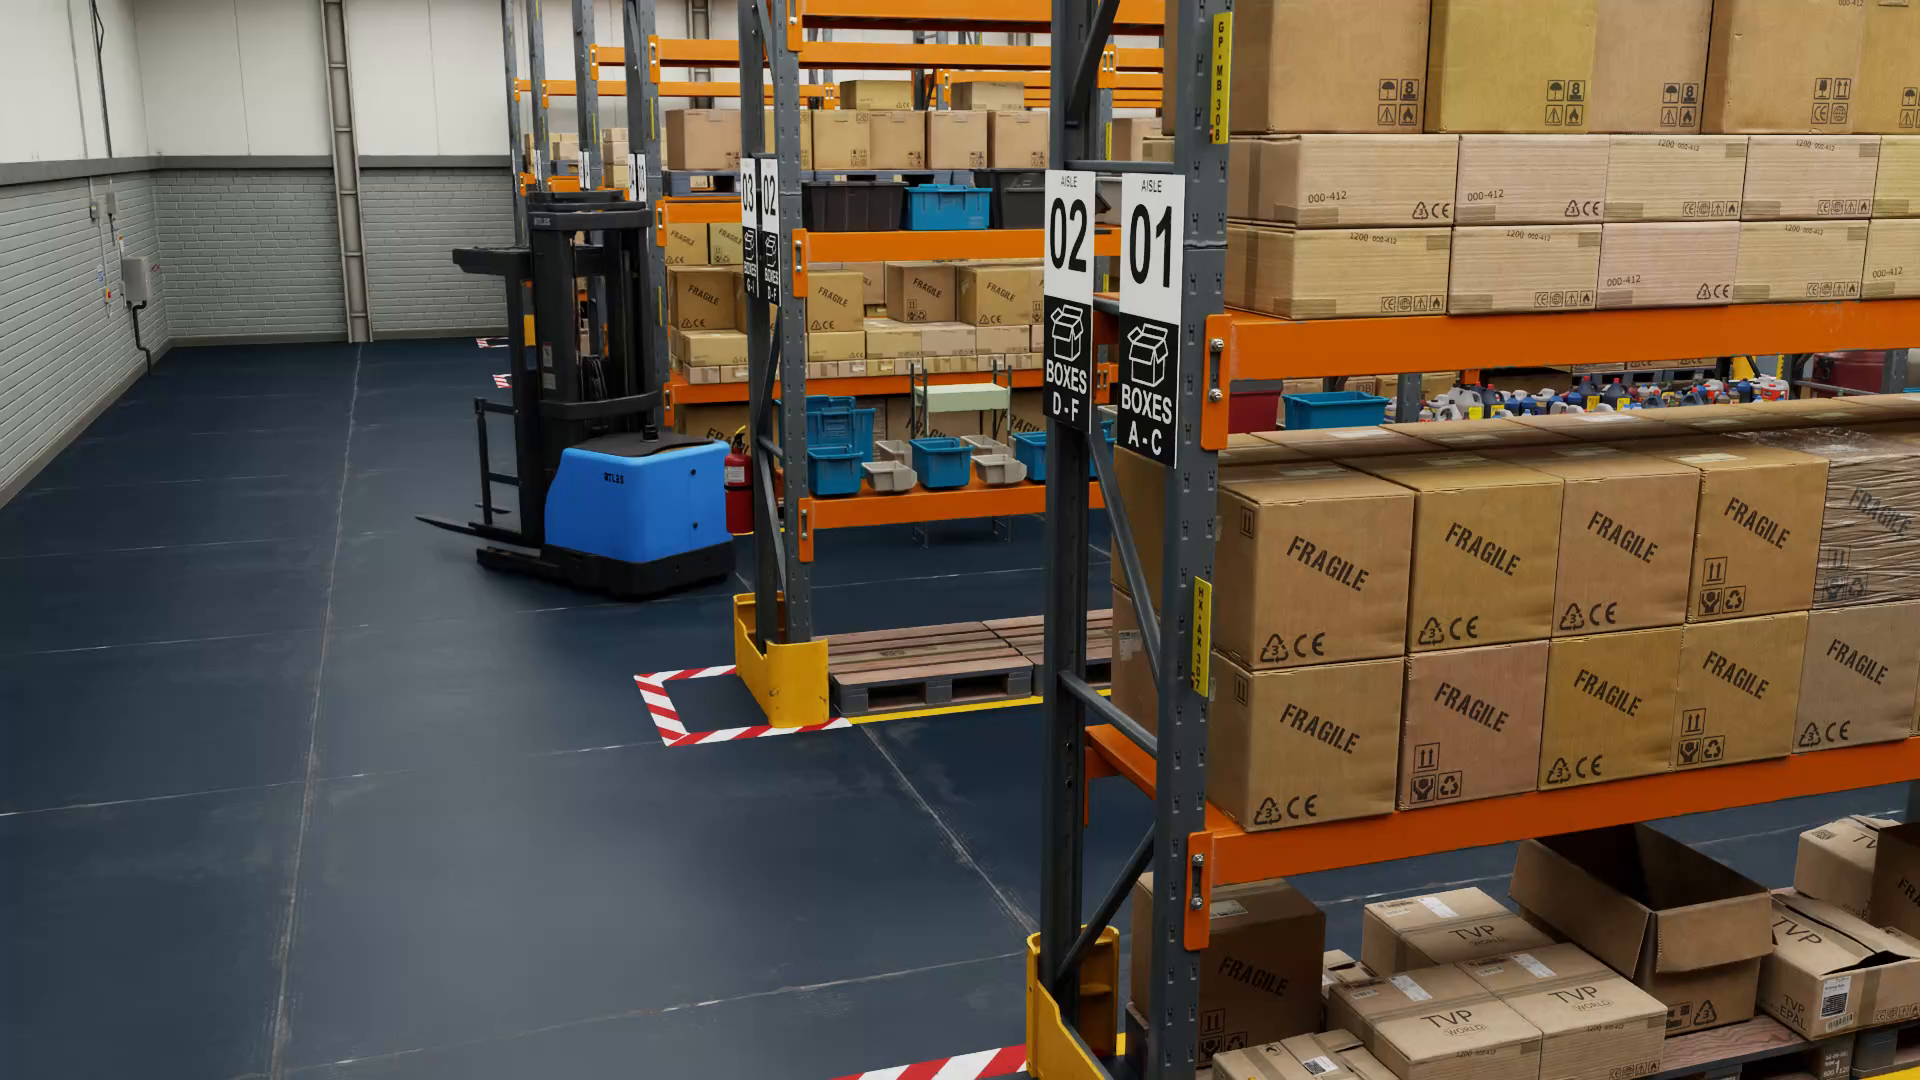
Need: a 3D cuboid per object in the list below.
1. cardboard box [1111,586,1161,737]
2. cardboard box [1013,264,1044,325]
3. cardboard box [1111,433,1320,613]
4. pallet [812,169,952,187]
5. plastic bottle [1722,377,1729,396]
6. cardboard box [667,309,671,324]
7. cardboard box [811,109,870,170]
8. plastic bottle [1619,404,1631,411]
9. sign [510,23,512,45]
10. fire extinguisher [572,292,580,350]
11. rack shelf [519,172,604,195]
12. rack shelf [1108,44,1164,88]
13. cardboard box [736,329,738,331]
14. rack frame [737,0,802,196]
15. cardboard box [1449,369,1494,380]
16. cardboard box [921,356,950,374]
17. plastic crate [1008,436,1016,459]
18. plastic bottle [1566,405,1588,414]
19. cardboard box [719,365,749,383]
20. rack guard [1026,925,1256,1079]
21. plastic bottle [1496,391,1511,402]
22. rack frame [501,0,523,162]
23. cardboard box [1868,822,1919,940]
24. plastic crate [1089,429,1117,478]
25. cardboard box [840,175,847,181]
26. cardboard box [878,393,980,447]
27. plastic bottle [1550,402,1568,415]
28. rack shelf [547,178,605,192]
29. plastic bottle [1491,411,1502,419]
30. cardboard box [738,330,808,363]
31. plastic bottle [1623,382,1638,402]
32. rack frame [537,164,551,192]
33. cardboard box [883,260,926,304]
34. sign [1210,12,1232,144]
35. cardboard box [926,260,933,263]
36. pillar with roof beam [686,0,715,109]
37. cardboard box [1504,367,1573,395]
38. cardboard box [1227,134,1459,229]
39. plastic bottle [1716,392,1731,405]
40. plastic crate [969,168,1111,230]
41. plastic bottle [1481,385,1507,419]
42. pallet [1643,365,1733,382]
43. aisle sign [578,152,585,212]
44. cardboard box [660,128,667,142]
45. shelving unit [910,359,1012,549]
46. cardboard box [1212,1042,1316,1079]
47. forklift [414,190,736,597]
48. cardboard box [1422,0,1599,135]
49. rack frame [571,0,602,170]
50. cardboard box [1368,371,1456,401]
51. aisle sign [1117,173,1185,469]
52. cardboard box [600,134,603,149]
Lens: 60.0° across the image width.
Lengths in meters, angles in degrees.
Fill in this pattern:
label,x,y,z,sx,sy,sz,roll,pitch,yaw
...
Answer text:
label,x,y,z,sx,sy,sz,roll,pitch,yaw
cardboard box,0.837,0.432,5.630,0.500,0.500,0.500,-4,14,-16
cardboard box,0.785,-2.239,15.135,0.500,0.500,0.500,-4,14,-16
cardboard box,0.834,-0.055,5.516,0.500,0.500,0.500,-5,14,-19
pallet,-0.798,-3.164,14.672,1.213,0.211,1.003,-4,14,-18
plastic bottle,5.666,-1.072,12.420,0.133,0.283,0.061,-4,14,-18
cardboard box,-3.231,-2.561,18.970,0.250,0.149,0.380,-5,14,-20
cardboard box,-1.134,-3.475,14.447,0.500,0.500,0.700,-5,14,-22
plastic bottle,4.491,-0.785,11.238,0.097,0.271,0.097,0,13,0
sign,-7.230,-8.154,26.788,0.005,0.325,0.100,-4,14,-18
fire extinguisher,-4.528,-2.559,19.391,0.183,0.674,0.296,-4,14,-18
rack shelf,-5.508,-6.119,28.457,4.000,0.370,1.077,-4,14,-18
rack shelf,3.031,-4.417,15.684,4.000,0.370,1.077,-4,14,-18
cardboard box,-1.801,-1.803,14.922,0.500,0.250,0.500,-5,14,-19
rack frame,-1.076,-3.432,9.126,0.127,3.000,1.000,-4,14,-18
cardboard box,6.671,-2.625,22.651,0.750,0.750,1.050,-5,14,-18
cardboard box,-0.267,-1.584,14.861,0.250,0.149,0.380,-5,14,-19
plastic crate,0.449,-0.584,10.558,0.250,0.136,0.298,-4,14,-18
plastic bottle,4.152,-0.767,11.155,0.135,0.276,0.152,-4,14,-18
cardboard box,-1.972,-1.451,14.303,0.250,0.149,0.380,-5,14,-19
rack guard,0.572,1.783,5.565,0.348,0.500,1.175,-4,14,-18
plastic bottle,3.809,-0.913,11.766,0.135,0.276,0.152,-4,14,-18
rack frame,-7.403,-7.780,27.406,0.127,3.000,1.000,-4,14,-18
cardboard box,3.841,1.384,6.293,0.500,0.500,0.500,-4,14,-18
plastic crate,0.795,-0.527,10.107,0.300,0.233,0.416,-4,14,-18
cardboard box,-1.207,-4.247,19.358,0.500,0.250,0.500,-4,14,-18
cardboard box,-0.369,-0.968,15.415,0.875,0.875,0.875,-4,14,-18
plastic bottle,4.104,-0.801,11.295,0.135,0.276,0.152,-4,14,-18
rack shelf,-3.921,-5.030,23.881,4.000,0.370,1.077,-4,14,-18
plastic bottle,3.520,-0.709,10.921,0.097,0.271,0.097,0,13,0
cardboard box,-1.625,-1.688,14.437,0.500,0.250,0.500,-5,14,-19
plastic bottle,4.883,-1.011,12.163,0.133,0.283,0.061,-4,14,-18
rack frame,-5.817,-3.773,23.525,0.127,3.000,1.000,-4,14,-18
cardboard box,-0.719,-3.086,19.776,0.500,0.500,0.500,-4,14,-18
sign,0.673,-1.192,4.303,0.005,0.325,0.100,-4,14,-18
cardboard box,-0.547,-4.286,24.921,0.500,0.250,0.500,-4,14,-17
pillar with roof beam,-3.187,-7.278,25.293,0.400,9.000,9.100,-4,14,-18
cardboard box,6.051,-1.651,17.430,0.500,0.250,0.500,-3,14,-12
cardboard box,1.070,-1.037,4.783,0.500,0.250,0.500,-4,14,-18
plastic bottle,5.611,-0.986,12.236,0.097,0.201,0.097,0,13,0
plastic crate,0.459,-1.995,9.701,0.767,0.338,0.504,-4,14,-18
plastic bottle,3.703,-0.907,11.578,0.185,0.351,0.144,-4,14,-18
pallet,10.289,-2.443,23.959,1.213,0.211,1.003,-4,14,-18
aisle sign,-4.307,-4.020,18.945,0.004,0.787,0.394,-4,14,-18
cardboard box,-3.235,-4.512,18.528,0.250,0.149,0.380,-4,14,-18
shelving unit,0.006,-0.730,13.971,0.755,1.500,0.431,-4,14,-18
cardboard box,1.006,1.790,5.344,0.250,0.149,0.380,-4,14,-18
forklift,-3.209,-1.256,13.088,3.031,2.935,1.130,10,17,37
cardboard box,1.482,-1.481,5.029,0.500,0.500,0.700,-4,14,-18
rack frame,-4.142,-5.614,18.297,0.127,3.000,1.000,-4,14,-18
cardboard box,4.265,-1.315,16.872,0.875,0.875,1.225,-5,14,-21
aisle sign,0.529,-0.622,4.659,0.004,0.787,0.394,-4,14,-18
cardboard box,-5.943,-6.687,27.893,0.500,0.250,0.500,-5,14,-19
